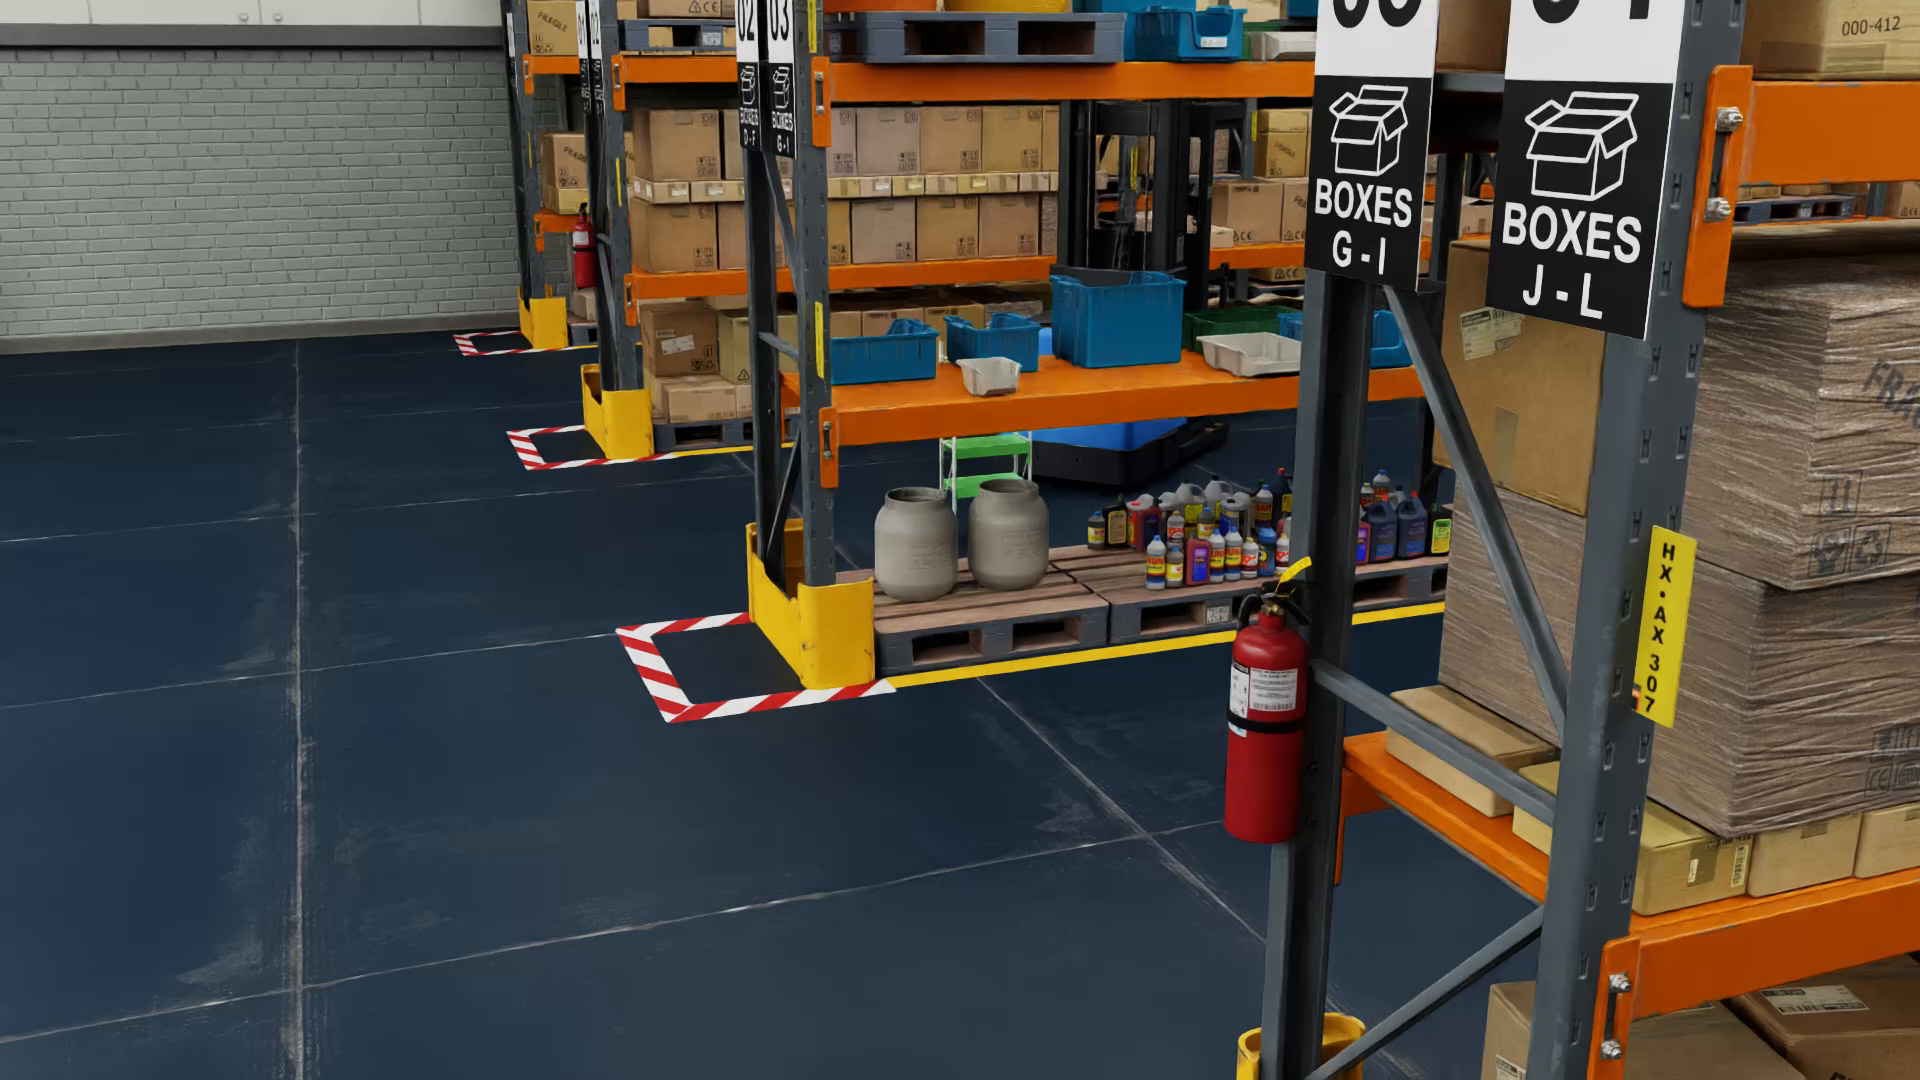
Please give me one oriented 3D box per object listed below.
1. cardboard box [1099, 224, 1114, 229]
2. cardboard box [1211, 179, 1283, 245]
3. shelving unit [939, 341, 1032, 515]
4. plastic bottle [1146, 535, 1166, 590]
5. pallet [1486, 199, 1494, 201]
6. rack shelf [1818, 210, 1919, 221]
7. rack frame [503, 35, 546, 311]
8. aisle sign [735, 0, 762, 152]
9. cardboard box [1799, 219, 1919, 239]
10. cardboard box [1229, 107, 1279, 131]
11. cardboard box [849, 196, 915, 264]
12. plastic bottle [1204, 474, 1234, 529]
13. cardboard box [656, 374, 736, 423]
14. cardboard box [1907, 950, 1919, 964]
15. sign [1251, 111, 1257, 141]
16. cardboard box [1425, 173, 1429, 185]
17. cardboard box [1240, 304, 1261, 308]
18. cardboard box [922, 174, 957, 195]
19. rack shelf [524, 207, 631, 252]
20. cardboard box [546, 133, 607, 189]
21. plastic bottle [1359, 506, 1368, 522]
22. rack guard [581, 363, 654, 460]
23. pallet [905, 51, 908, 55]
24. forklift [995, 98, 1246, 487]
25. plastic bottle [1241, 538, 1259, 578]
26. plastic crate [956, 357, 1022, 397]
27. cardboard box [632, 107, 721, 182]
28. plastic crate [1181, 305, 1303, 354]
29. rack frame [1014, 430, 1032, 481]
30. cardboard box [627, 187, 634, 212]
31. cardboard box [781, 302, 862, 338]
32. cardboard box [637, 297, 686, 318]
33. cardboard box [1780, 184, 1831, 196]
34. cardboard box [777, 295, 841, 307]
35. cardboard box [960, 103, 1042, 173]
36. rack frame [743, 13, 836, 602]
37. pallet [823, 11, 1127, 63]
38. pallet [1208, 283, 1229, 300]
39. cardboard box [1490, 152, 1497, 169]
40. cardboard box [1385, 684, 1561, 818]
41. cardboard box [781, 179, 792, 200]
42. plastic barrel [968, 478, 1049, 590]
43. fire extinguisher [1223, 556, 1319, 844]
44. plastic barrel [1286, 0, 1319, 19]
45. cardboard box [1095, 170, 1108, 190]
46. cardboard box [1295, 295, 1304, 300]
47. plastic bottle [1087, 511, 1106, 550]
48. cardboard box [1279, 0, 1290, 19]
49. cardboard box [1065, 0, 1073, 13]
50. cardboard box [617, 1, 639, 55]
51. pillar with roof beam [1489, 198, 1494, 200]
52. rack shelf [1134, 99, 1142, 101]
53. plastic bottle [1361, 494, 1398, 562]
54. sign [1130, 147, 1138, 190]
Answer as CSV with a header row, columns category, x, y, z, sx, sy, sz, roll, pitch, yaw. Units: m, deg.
category,x,y,z,sx,sy,sz,roll,pitch,yaw
cardboard box,1.432,-3.492,18.989,0.500,0.250,0.500,-6,17,-20
cardboard box,2.375,-2.769,14.025,0.500,0.500,0.500,-5,17,-16
shelving unit,0.155,-0.592,9.986,0.503,1.200,0.258,-6,17,-20
plastic bottle,0.998,0.110,8.462,0.097,0.271,0.097,0,16,0
pallet,5.503,-2.992,15.305,1.003,0.211,1.213,-6,17,-20
rack shelf,10.498,-3.257,17.144,4.000,0.370,1.077,-6,17,-20
rack frame,-4.351,-3.494,16.673,0.127,3.000,1.000,-6,17,-20
aisle sign,-0.980,-2.206,7.672,0.004,0.787,0.394,-6,17,-20
cardboard box,2.324,-0.477,3.918,0.500,0.500,0.500,-6,17,-20
cardboard box,3.450,-4.975,19.643,0.500,0.250,0.500,-6,17,-19
cardboard box,-0.690,-2.440,12.904,0.500,0.500,0.700,-6,17,-18
plastic bottle,1.453,-0.197,9.365,0.185,0.351,0.144,-6,18,-21
cardboard box,-1.995,-1.069,12.549,0.500,0.250,0.500,-6,17,-20
cardboard box,2.692,1.228,4.285,0.500,0.500,0.500,-4,17,-15
sign,3.322,-4.676,18.784,0.005,0.325,0.100,-6,17,-20
cardboard box,5.438,-4.368,20.059,0.250,0.149,0.380,-7,18,-22
cardboard box,2.587,-1.823,14.123,0.500,0.311,0.500,-7,18,-22
cardboard box,-0.204,-2.742,12.784,0.250,0.149,0.380,-6,17,-18
rack shelf,-2.484,-3.350,17.461,4.000,0.370,1.077,-6,17,-20
cardboard box,-3.798,-3.760,16.480,0.500,0.500,0.500,-6,17,-20
plastic bottle,2.175,-0.071,9.070,0.135,0.276,0.152,-6,17,-20
rack guard,-2.598,-0.989,12.580,0.348,0.500,1.175,-6,17,-20
pallet,-0.002,-5.281,17.766,1.003,0.211,1.213,-6,17,-20
forklift,1.383,-2.133,12.161,1.130,2.935,3.031,9,18,27
plastic bottle,1.504,0.089,8.658,0.097,0.201,0.097,0,16,0
plastic crate,0.144,-0.766,7.853,0.250,0.136,0.298,-6,17,-20
cardboard box,-2.086,-2.911,12.206,0.500,0.500,0.700,-6,17,-20
plastic crate,1.560,-1.126,8.986,0.662,0.188,0.450,-6,17,-20
rack frame,0.382,-0.617,10.070,0.015,1.200,0.240,-6,17,-20
cardboard box,-3.302,-3.453,16.765,0.500,0.250,0.500,-7,18,-22
cardboard box,-1.067,-1.533,12.800,0.500,0.500,0.500,-6,17,-20
cardboard box,-3.141,-2.519,17.342,0.500,0.311,0.500,-5,17,-15
cardboard box,8.108,-3.661,16.320,0.500,0.500,0.700,-14,21,-39
cardboard box,-1.253,-1.670,13.265,0.500,0.500,0.500,-6,17,-20
cardboard box,0.276,-3.167,13.080,0.500,0.500,0.700,-6,17,-20
rack frame,-0.807,-0.887,7.796,0.127,3.000,1.000,-6,17,-20
pallet,0.001,-2.294,7.597,1.213,0.211,1.003,-6,17,-20
pallet,2.389,-2.884,19.545,1.213,0.211,1.003,-6,17,-20
cardboard box,6.513,-4.791,20.349,0.500,0.500,0.500,-6,18,-21
cardboard box,1.158,0.453,3.677,0.250,0.149,0.380,-6,17,-20
cardboard box,-1.417,-2.610,12.334,0.250,0.149,0.380,-6,18,-21
plastic barrel,0.249,-0.032,8.554,0.421,0.512,0.421,0,16,0
fire extinguisher,0.694,0.343,3.743,0.183,0.674,0.296,-6,17,-20
plastic barrel,1.961,-3.100,8.371,0.708,0.901,0.600,-6,17,-20
cardboard box,0.982,-2.870,13.218,0.250,0.149,0.380,-6,17,-20
cardboard box,3.336,-2.067,14.954,0.500,0.311,0.500,-7,18,-22
plastic bottle,0.752,-0.056,9.152,0.097,0.201,0.097,0,16,0
cardboard box,2.967,-4.340,13.750,0.500,0.250,0.500,-8,18,-25
cardboard box,0.595,-4.369,13.157,0.500,0.500,0.500,-5,17,-16
cardboard box,-3.435,-5.003,16.276,0.500,0.500,0.500,-5,17,-16
pillar with roof beam,8.739,-6.748,17.106,0.400,9.000,9.100,-6,17,-20
rack shelf,3.027,-3.890,13.974,4.000,0.370,1.077,-6,17,-20
plastic bottle,2.251,-0.071,8.936,0.185,0.351,0.144,-7,18,-23
sign,1.360,-2.902,12.979,0.005,0.325,0.100,-6,17,-20
